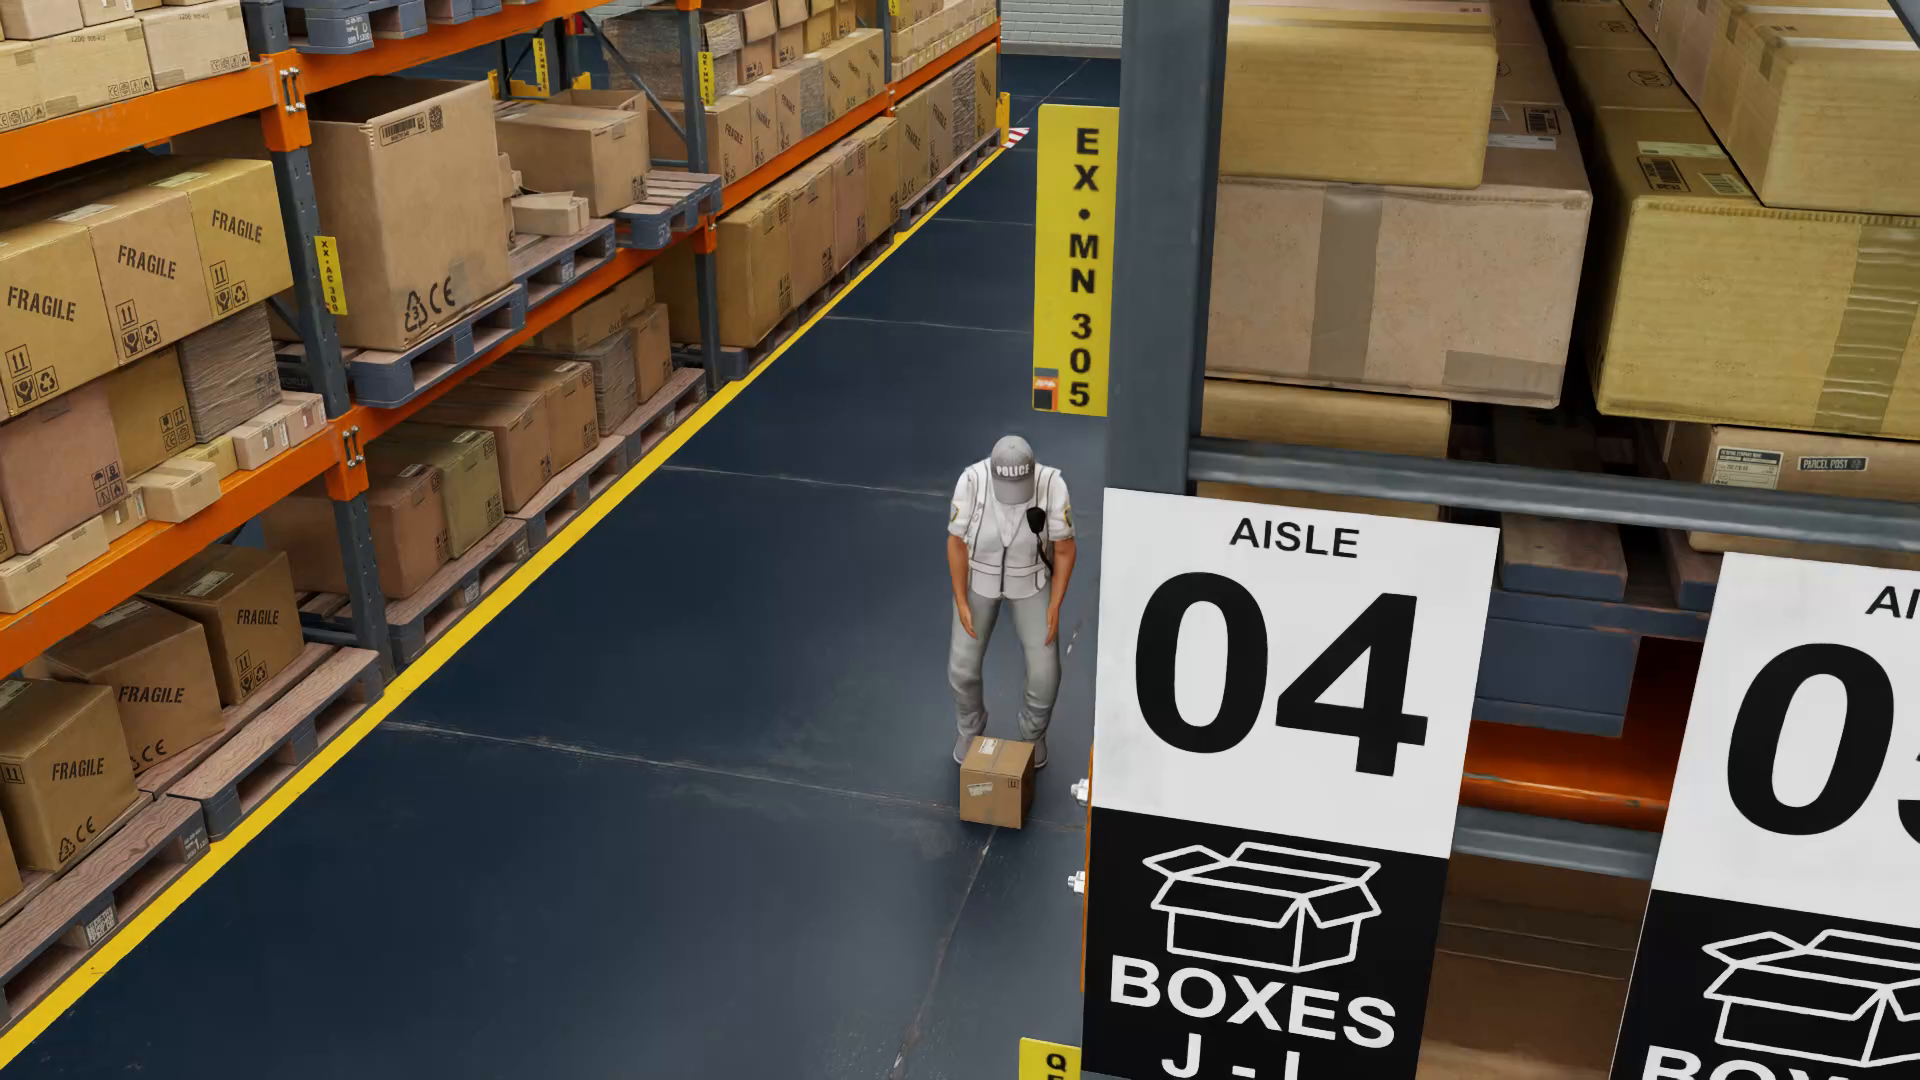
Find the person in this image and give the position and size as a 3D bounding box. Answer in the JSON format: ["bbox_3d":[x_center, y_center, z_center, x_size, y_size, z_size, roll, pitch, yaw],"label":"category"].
[{"bbox_3d":[0.211,0.225,6.816,0.522,1.523,0.611,2,26,5],"label":"person"}]
